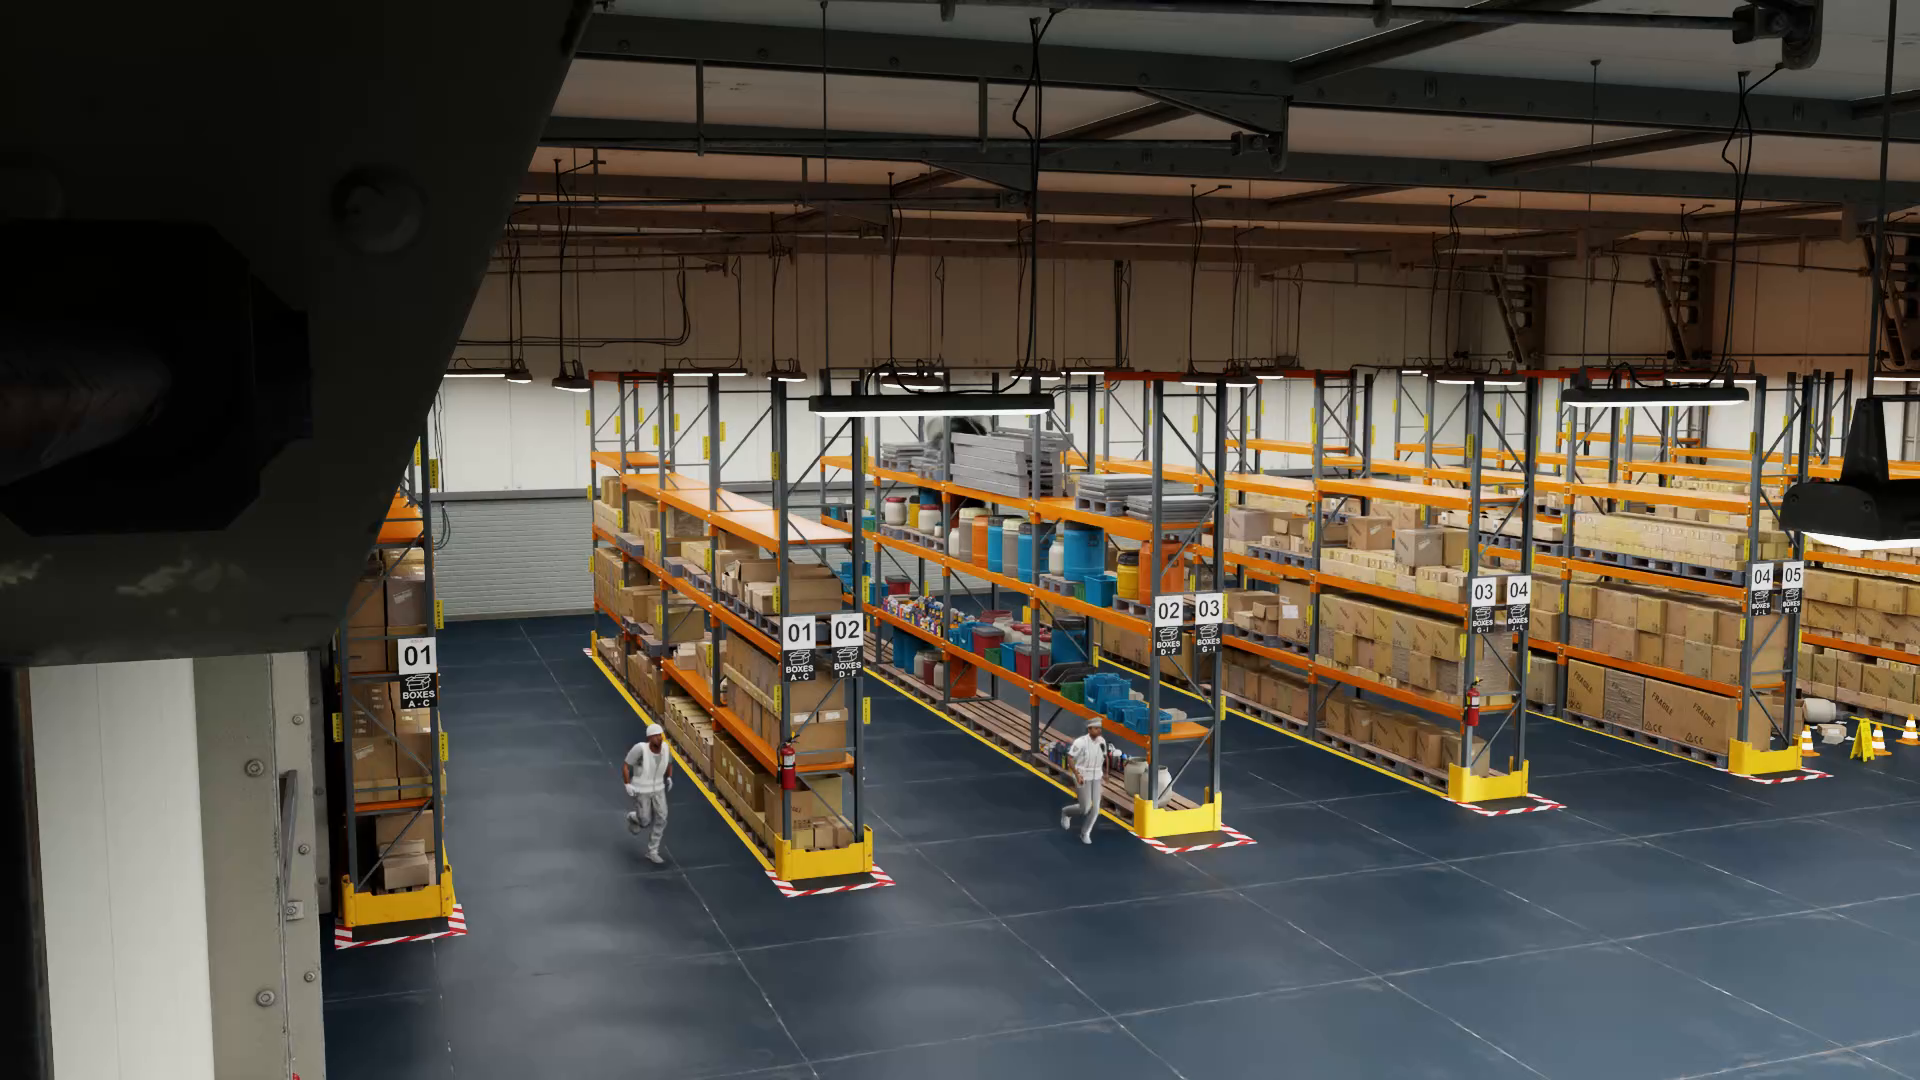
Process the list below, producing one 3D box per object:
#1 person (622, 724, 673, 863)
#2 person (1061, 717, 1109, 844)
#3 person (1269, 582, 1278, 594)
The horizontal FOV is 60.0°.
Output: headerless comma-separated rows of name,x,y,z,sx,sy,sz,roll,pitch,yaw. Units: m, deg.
person,-3.947,3.150,20.989,0.699,1.744,0.786,-5,8,-38
person,1.672,3.124,21.786,0.599,1.688,0.571,-4,7,-32
person,8.130,0.841,42.143,0.714,1.639,0.517,-3,7,-22
